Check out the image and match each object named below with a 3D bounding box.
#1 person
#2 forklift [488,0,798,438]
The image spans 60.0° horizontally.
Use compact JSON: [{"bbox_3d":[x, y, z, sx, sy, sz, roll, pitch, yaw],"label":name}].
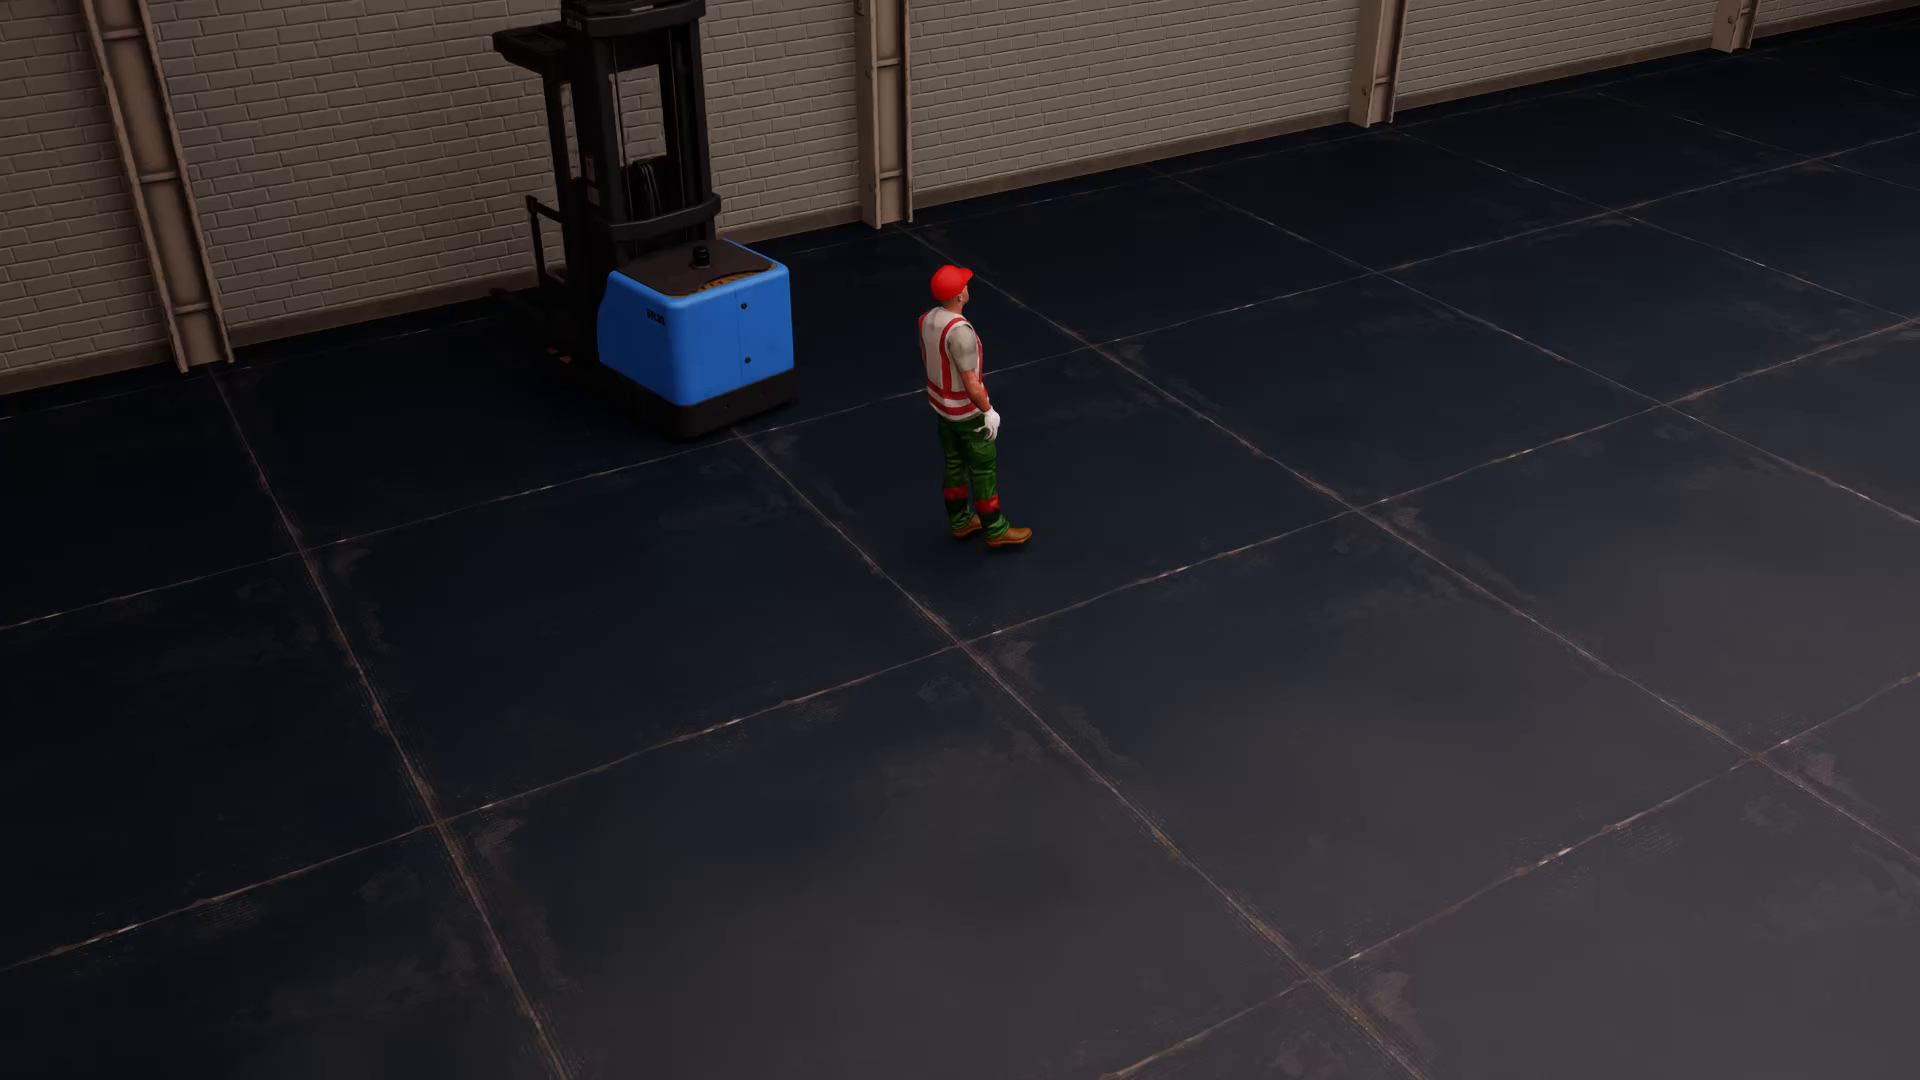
[{"bbox_3d":[0.075,-0.824,10.044,0.561,1.789,0.638,-17,35,-26],"label":"person"},{"bbox_3d":[-2.547,-2.638,12.053,1.130,2.935,3.031,-25,39,-36],"label":"forklift"}]
